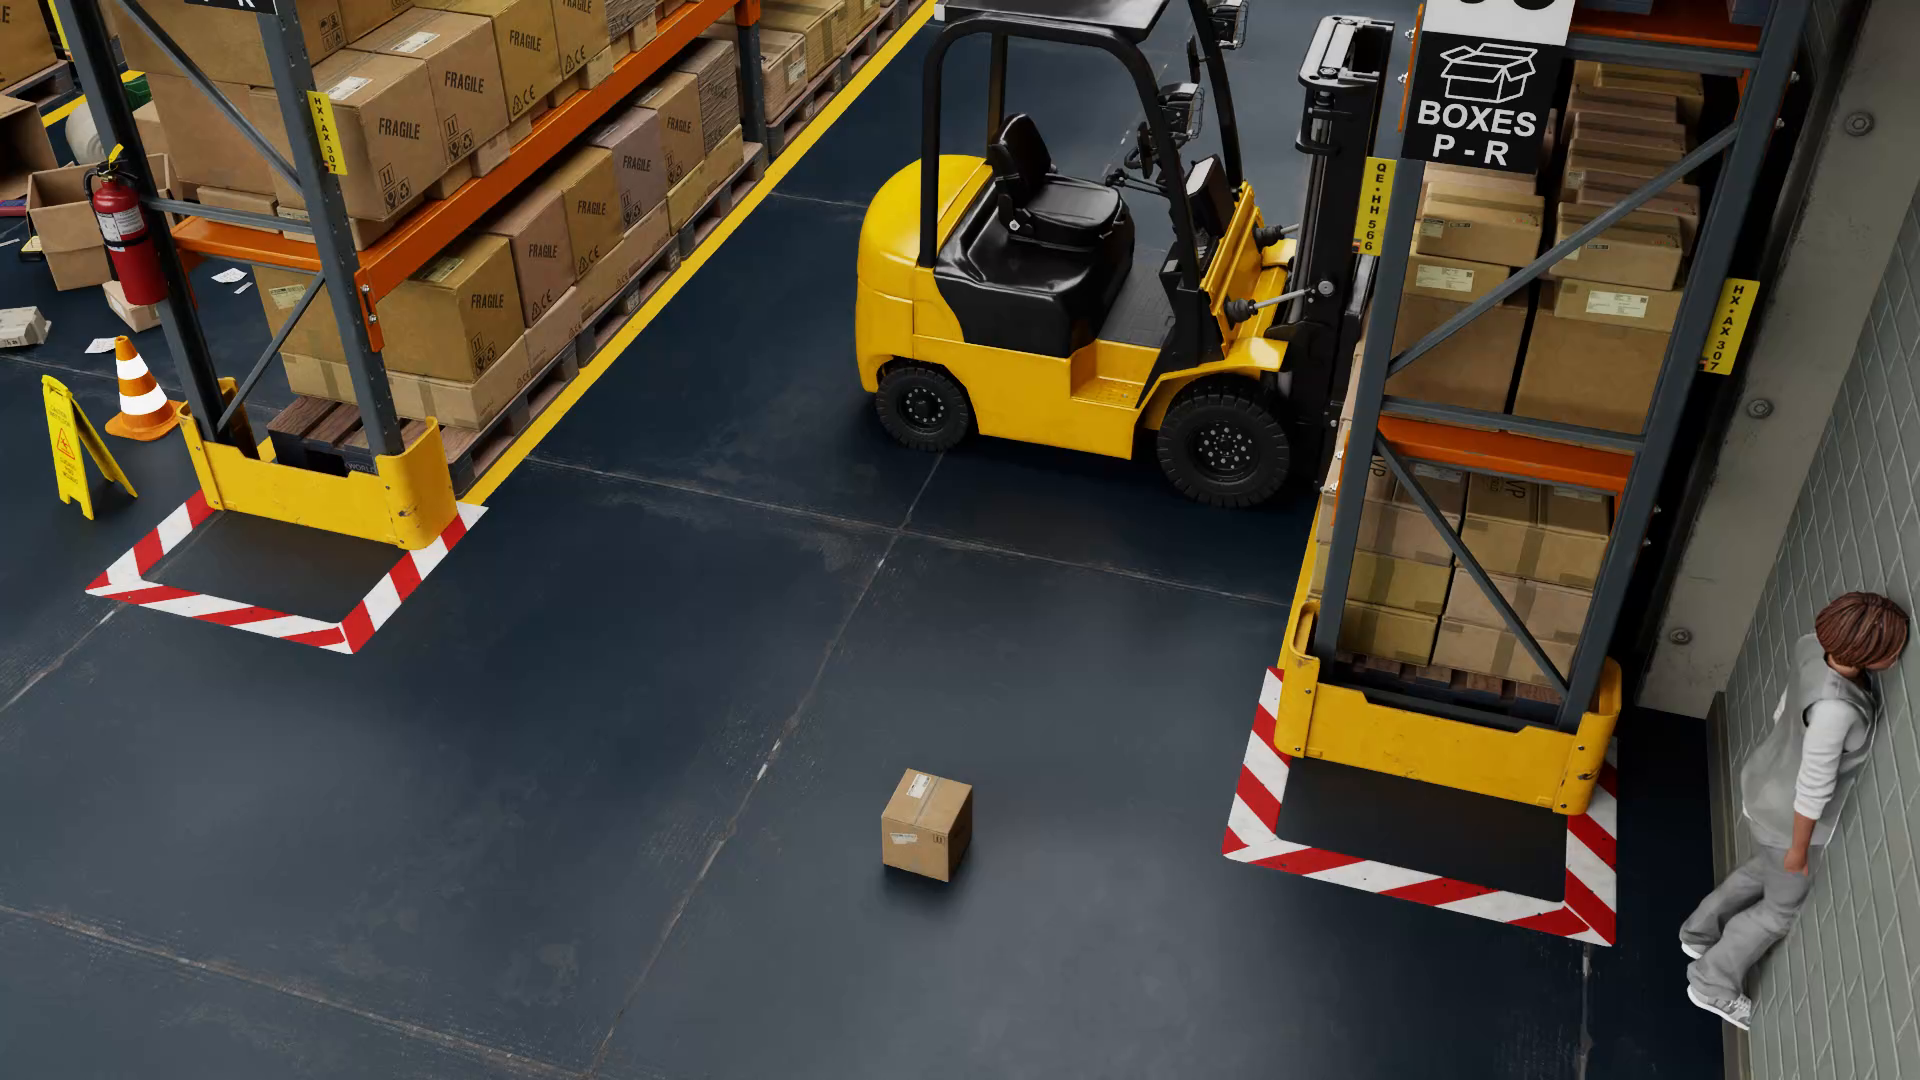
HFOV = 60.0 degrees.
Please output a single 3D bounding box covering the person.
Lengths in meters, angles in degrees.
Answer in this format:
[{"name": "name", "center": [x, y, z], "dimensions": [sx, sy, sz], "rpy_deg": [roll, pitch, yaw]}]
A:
[{"name": "person", "center": [2.455, 0.786, 4.896], "dimensions": [0.311, 1.588, 0.408], "rpy_deg": [10, 39, 13]}]
